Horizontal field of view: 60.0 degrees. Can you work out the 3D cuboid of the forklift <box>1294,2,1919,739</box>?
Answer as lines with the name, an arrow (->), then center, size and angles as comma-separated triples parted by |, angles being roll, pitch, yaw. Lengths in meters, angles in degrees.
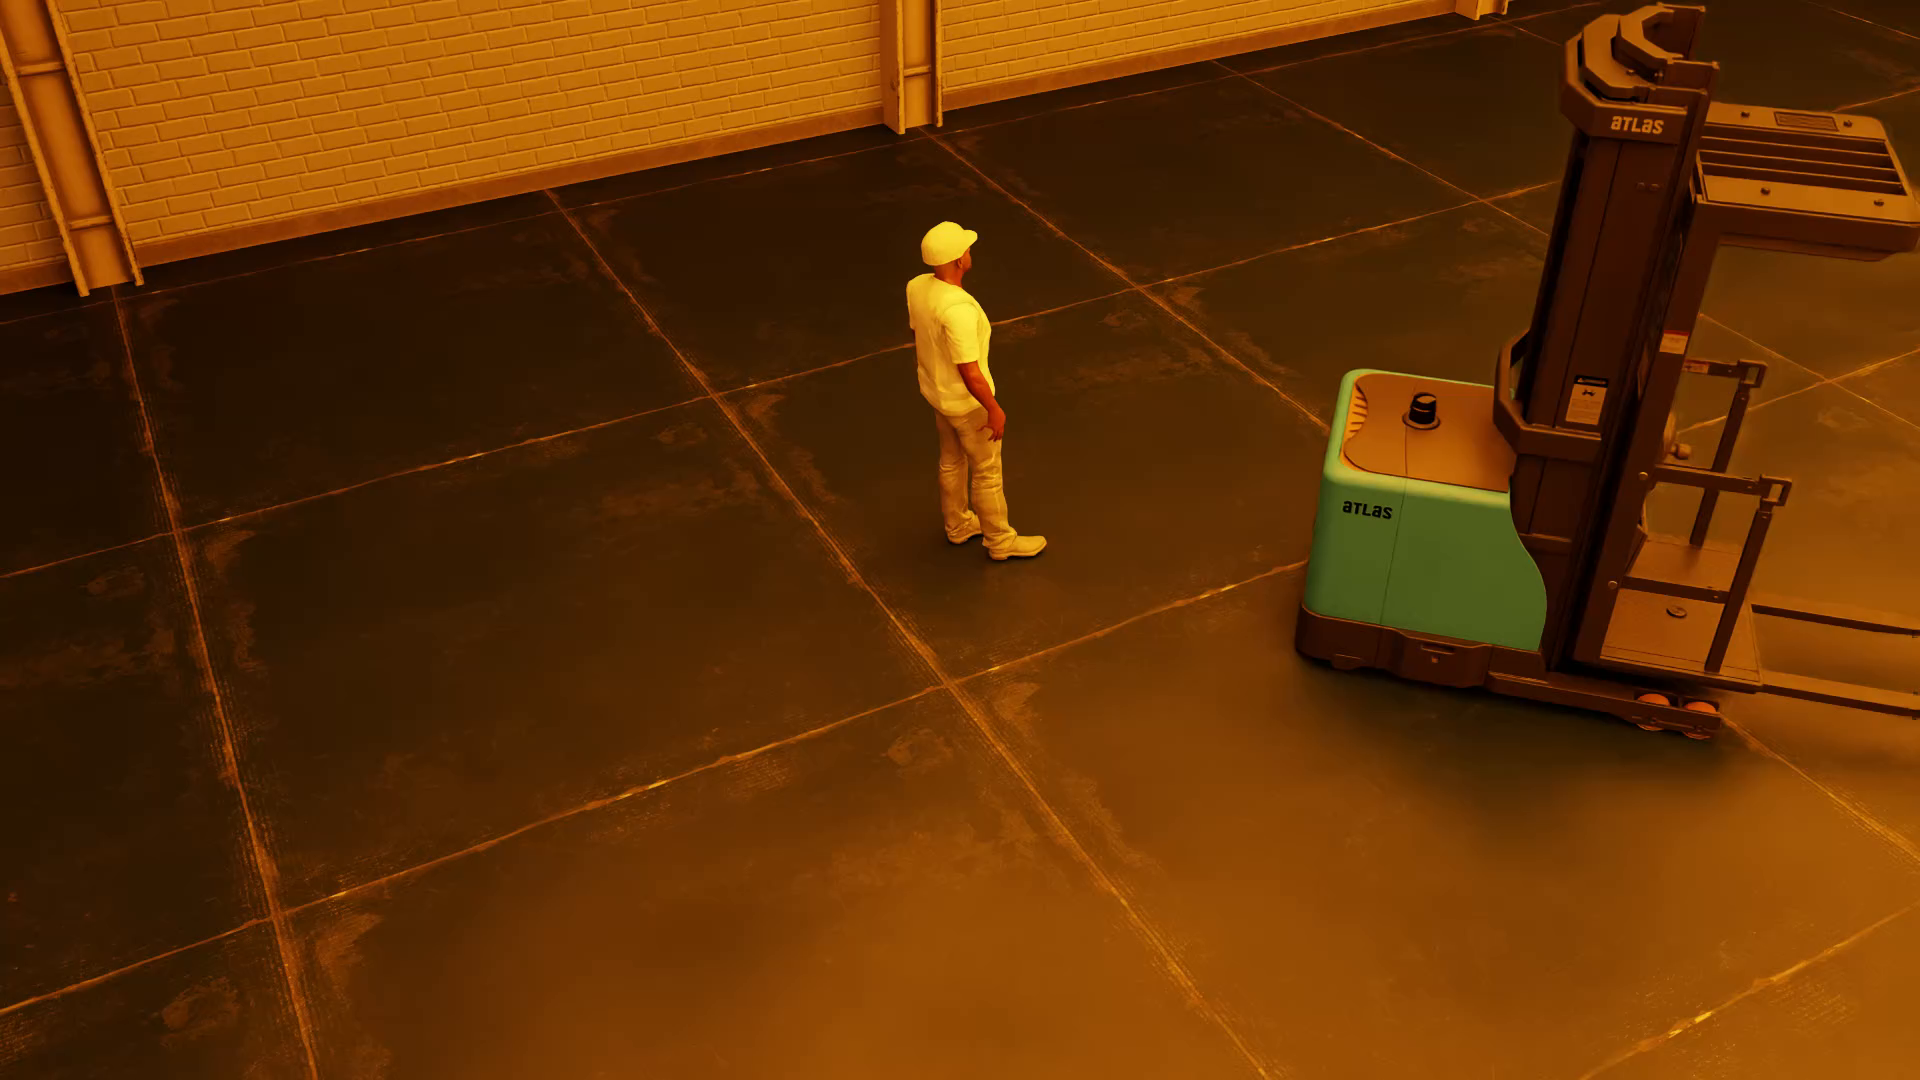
forklift -> 3.155, -0.654, 7.048 | 3.031, 2.935, 1.130 | 10, 36, 13

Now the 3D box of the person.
person -> 0.064, -0.743, 8.172 | 0.575, 1.768, 0.666 | -17, 39, -23
